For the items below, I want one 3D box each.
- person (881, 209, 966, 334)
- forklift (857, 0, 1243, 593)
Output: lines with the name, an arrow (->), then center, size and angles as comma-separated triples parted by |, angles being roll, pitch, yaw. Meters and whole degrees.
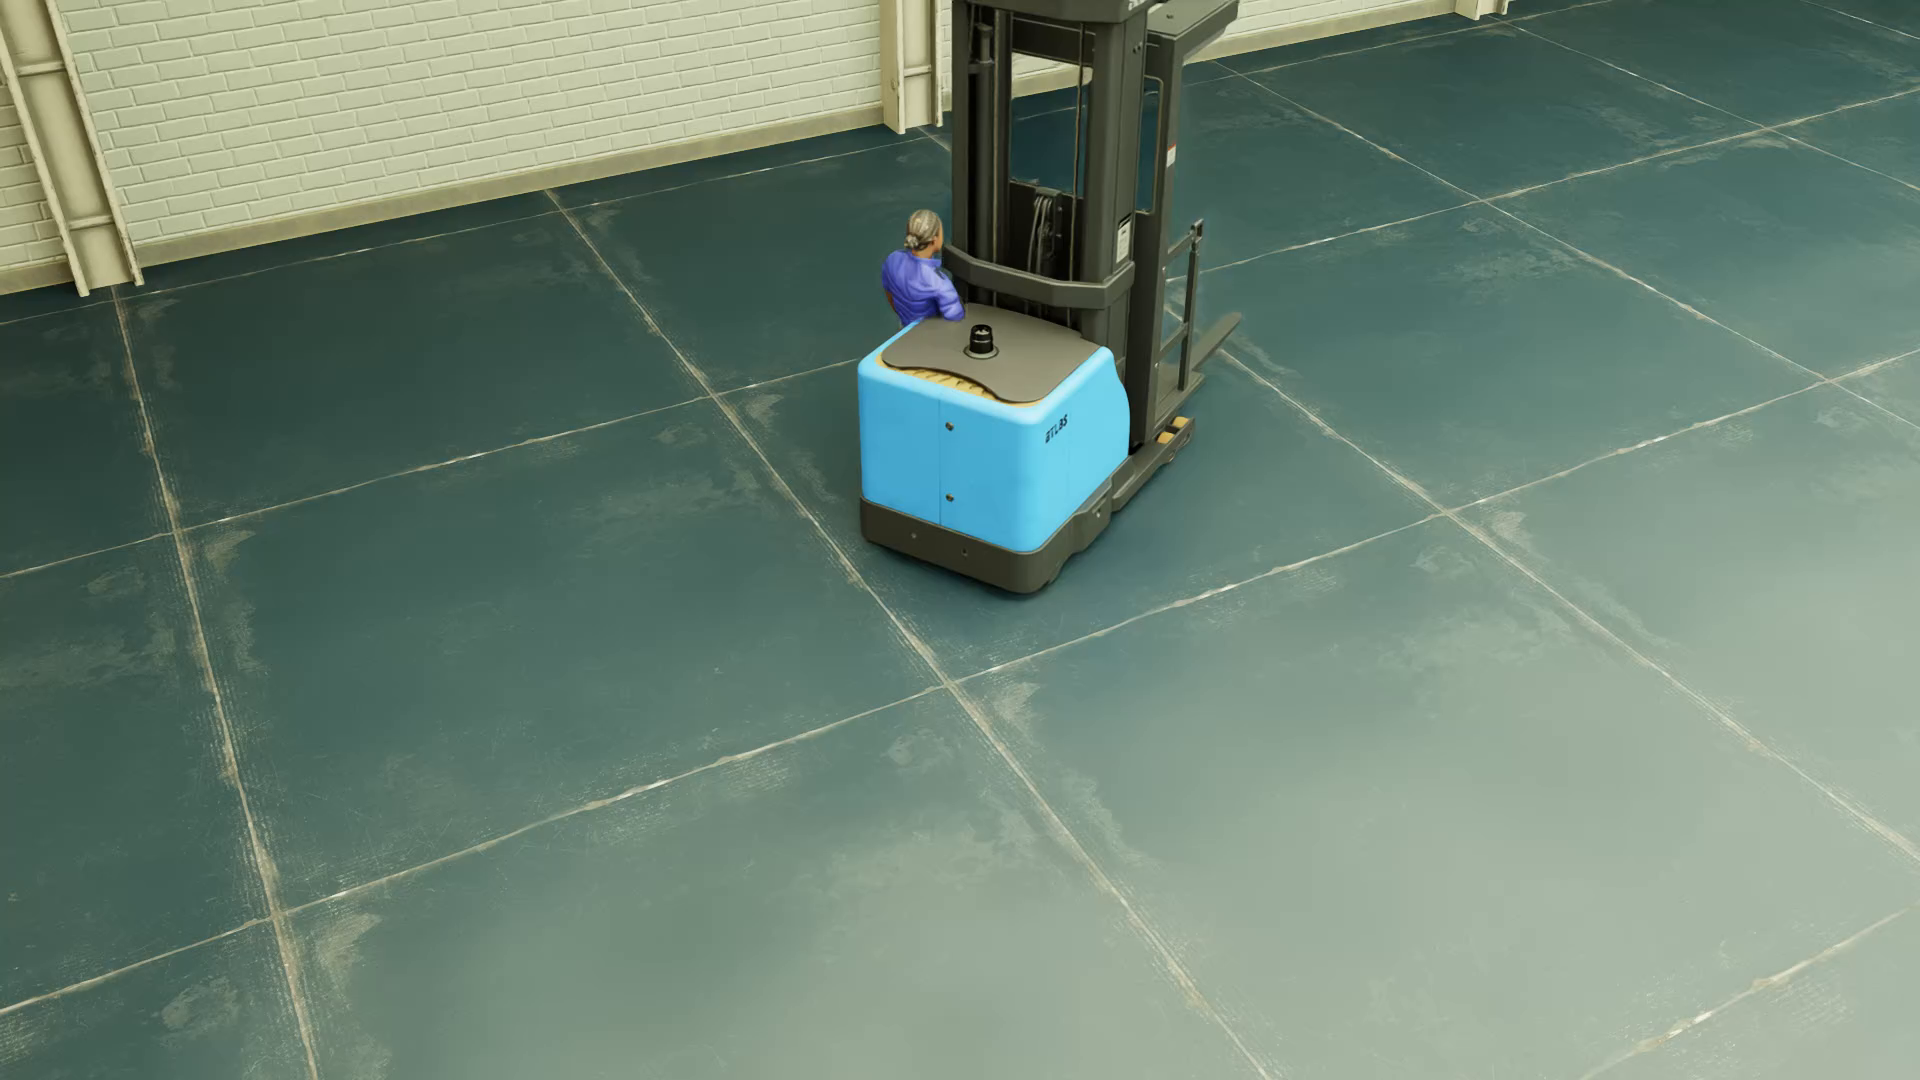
person -> -0.004, -1.069, 8.662 | 0.676, 1.463, 0.711 | -23, 41, -29
forklift -> 0.677, -1.758, 8.611 | 1.130, 2.935, 3.031 | 19, 39, 25
